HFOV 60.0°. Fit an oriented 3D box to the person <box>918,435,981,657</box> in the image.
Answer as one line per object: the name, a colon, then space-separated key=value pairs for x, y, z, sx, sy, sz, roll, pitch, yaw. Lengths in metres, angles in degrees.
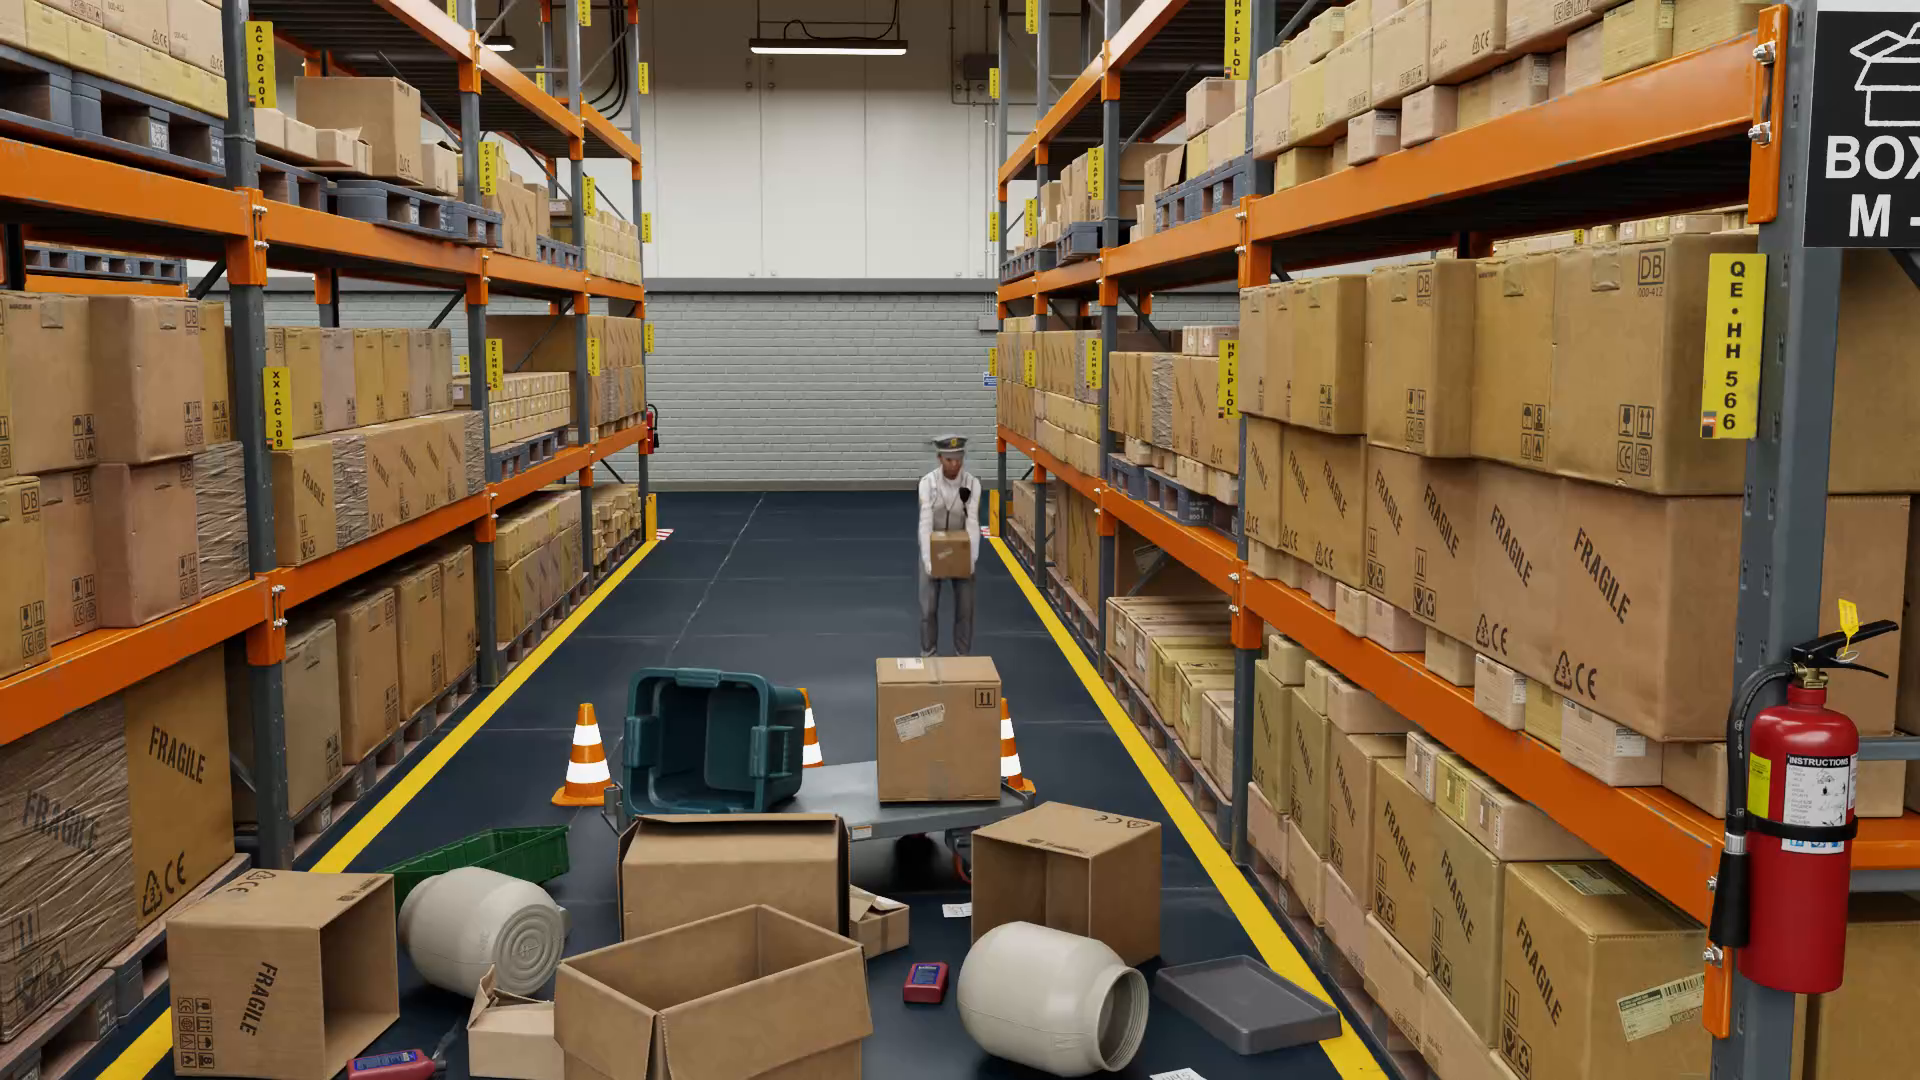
person: x=-0.069 y=0.114 z=10.995 sx=0.411 sy=1.630 sz=0.560 roll=-1 pitch=7 yaw=-5
